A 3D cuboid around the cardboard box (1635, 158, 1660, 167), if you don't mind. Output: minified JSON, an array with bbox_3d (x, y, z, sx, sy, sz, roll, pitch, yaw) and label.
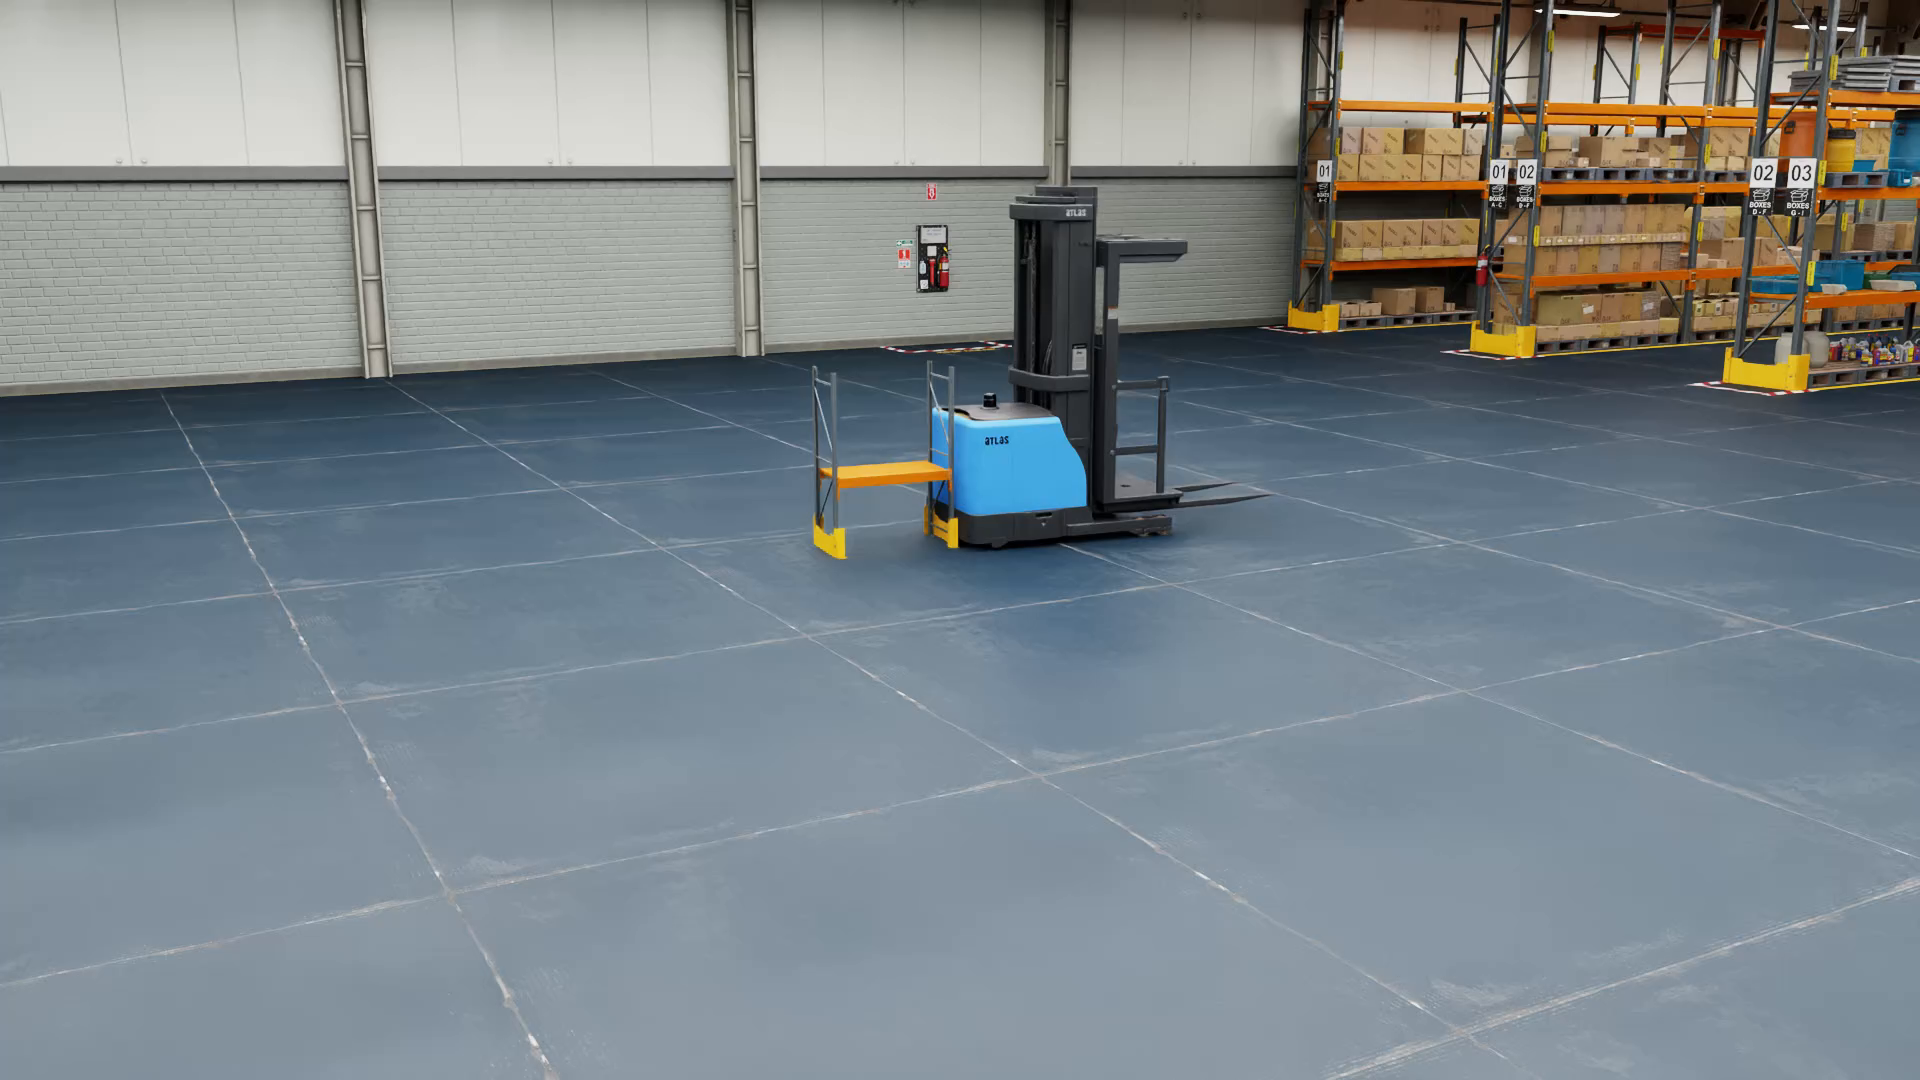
[{"bbox_3d":[11.776,-6.486,28.560,0.250,0.149,0.380,-7,14,-28],"label":"cardboard box"}]

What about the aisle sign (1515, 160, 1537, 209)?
[{"bbox_3d":[9.282,-5.833,27.273,0.004,0.787,0.394,-7,14,-28],"label":"aisle sign"}]

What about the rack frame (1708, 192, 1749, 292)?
[{"bbox_3d":[17.349,-6.847,37.701,0.127,3.000,1.000,-7,14,-28],"label":"rack frame"}]

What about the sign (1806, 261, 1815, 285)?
[{"bbox_3d":[11.823,-3.704,23.105,0.005,0.325,0.100,-7,14,-28],"label":"sign"}]

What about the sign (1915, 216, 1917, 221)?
[{"bbox_3d":[19.459,-6.419,33.827,0.005,0.325,0.100,-7,14,-28],"label":"sign"}]

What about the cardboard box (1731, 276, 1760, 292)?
[{"bbox_3d":[18.054,-5.891,38.192,0.500,0.500,0.700,-7,14,-27],"label":"cardboard box"}]

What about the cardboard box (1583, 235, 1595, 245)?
[{"bbox_3d":[10.546,-5.104,28.253,0.250,0.149,0.380,-7,15,-30],"label":"cardboard box"}]

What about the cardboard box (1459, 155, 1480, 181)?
[{"bbox_3d":[10.000,-7.426,33.170,0.500,0.500,0.500,-6,14,-26],"label":"cardboard box"}]

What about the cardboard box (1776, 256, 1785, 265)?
[{"bbox_3d":[15.122,-5.204,30.975,0.250,0.149,0.380,-6,14,-24],"label":"cardboard box"}]

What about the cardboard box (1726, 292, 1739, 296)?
[{"bbox_3d":[14.708,-4.500,31.303,0.500,0.311,0.500,-7,15,-29],"label":"cardboard box"}]

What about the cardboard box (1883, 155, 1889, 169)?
[{"bbox_3d":[17.485,-7.145,31.965,0.500,0.500,0.910,-7,14,-28],"label":"cardboard box"}]

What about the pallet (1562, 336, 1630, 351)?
[{"bbox_3d":[10.913,-3.486,29.118,1.213,0.211,1.003,-7,14,-28],"label":"pallet"}]

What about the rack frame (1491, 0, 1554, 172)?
[{"bbox_3d":[9.193,-7.557,27.193,0.127,3.000,1.000,-7,14,-28],"label":"rack frame"}]

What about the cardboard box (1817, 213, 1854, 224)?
[{"bbox_3d":[20.417,-7.359,39.291,0.700,0.700,0.980,-6,14,-25],"label":"cardboard box"}]

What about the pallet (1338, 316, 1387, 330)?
[{"bbox_3d":[7.613,-4.311,32.783,1.213,0.211,1.003,-7,14,-28],"label":"pallet"}]

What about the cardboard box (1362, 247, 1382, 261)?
[{"bbox_3d":[7.845,-5.569,32.317,0.500,0.250,0.500,-7,15,-30],"label":"cardboard box"}]

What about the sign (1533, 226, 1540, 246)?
[{"bbox_3d":[9.453,-4.984,27.270,0.005,0.325,0.100,-7,14,-28],"label":"sign"}]

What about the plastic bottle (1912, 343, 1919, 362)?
[{"bbox_3d":[14.355,-2.817,24.979,0.133,0.283,0.061,-6,14,-24],"label":"plastic bottle"}]

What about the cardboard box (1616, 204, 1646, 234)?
[{"bbox_3d":[11.434,-5.579,28.885,0.500,0.500,0.700,-7,14,-28],"label":"cardboard box"}]

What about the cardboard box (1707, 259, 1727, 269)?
[{"bbox_3d":[13.579,-4.982,29.988,0.250,0.149,0.380,-7,14,-28],"label":"cardboard box"}]

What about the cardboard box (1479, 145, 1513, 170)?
[{"bbox_3d":[10.845,-7.765,33.762,0.500,0.500,0.500,-5,13,-20],"label":"cardboard box"}]

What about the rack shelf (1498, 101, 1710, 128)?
[{"bbox_3d":[10.948,-7.221,28.251,4.000,0.370,1.077,-7,14,-28],"label":"rack shelf"}]

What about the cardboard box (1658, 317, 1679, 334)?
[{"bbox_3d":[12.401,-3.824,29.574,0.500,0.250,0.500,-7,14,-28],"label":"cardboard box"}]

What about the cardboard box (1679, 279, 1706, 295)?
[{"bbox_3d":[16.062,-5.816,37.058,0.750,0.750,0.750,-6,14,-26],"label":"cardboard box"}]

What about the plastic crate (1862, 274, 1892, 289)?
[{"bbox_3d":[13.747,-3.904,25.109,0.662,0.188,0.450,-7,14,-28],"label":"plastic crate"}]

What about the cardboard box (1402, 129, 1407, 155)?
[{"bbox_3d":[8.431,-7.849,32.770,0.500,0.500,0.500,-7,14,-28],"label":"cardboard box"}]

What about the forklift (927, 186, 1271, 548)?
[{"bbox_3d":[1.274,-1.556,14.347,3.031,2.935,1.130,-5,14,-23],"label":"forklift"}]

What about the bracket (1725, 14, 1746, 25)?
[{"bbox_3d":[17.354,-11.658,37.217,0.430,0.232,0.235,-7,14,-28],"label":"bracket"}]

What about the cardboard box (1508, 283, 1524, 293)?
[{"bbox_3d":[11.394,-5.145,34.831,0.500,0.500,0.700,-7,15,-29],"label":"cardboard box"}]

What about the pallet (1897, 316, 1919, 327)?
[{"bbox_3d":[19.030,-4.439,33.355,1.213,0.211,1.003,-7,14,-28],"label":"pallet"}]

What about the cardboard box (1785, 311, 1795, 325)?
[{"bbox_3d":[15.419,-4.178,31.148,0.500,0.250,0.500,-7,14,-29],"label":"cardboard box"}]

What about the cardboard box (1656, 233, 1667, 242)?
[{"bbox_3d":[12.121,-5.293,29.090,0.250,0.149,0.380,-7,15,-30],"label":"cardboard box"}]

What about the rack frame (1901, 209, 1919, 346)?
[{"bbox_3d":[15.074,-4.096,25.478,0.127,3.000,1.000,-7,14,-28],"label":"rack frame"}]

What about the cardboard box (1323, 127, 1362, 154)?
[{"bbox_3d":[7.270,-7.588,31.612,0.500,0.500,0.500,-8,15,-32],"label":"cardboard box"}]

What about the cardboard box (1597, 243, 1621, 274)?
[{"bbox_3d":[10.966,-4.889,28.774,0.500,0.500,0.700,-6,14,-26],"label":"cardboard box"}]

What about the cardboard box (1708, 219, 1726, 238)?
[{"bbox_3d":[16.621,-6.898,36.977,0.500,0.500,0.500,-7,14,-27],"label":"cardboard box"}]

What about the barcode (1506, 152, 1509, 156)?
[{"bbox_3d":[9.226,-6.502,28.013,0.075,0.075,0.001,-7,14,-28],"label":"barcode"}]

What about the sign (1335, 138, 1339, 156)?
[{"bbox_3d":[7.076,-7.370,31.202,0.005,0.325,0.100,-7,14,-28],"label":"sign"}]

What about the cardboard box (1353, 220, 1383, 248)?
[{"bbox_3d":[7.818,-5.929,32.212,0.500,0.500,0.500,-7,14,-28],"label":"cardboard box"}]

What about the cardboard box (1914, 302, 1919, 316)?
[{"bbox_3d":[18.551,-4.678,32.753,0.500,0.500,0.500,-7,14,-27],"label":"cardboard box"}]

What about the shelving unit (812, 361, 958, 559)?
[{"bbox_3d":[-0.619,-0.681,13.718,1.083,1.500,0.587,-5,14,-23],"label":"shelving unit"}]

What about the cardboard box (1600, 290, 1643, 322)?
[{"bbox_3d":[11.520,-4.086,29.030,0.500,0.500,0.500,-7,14,-28],"label":"cardboard box"}]

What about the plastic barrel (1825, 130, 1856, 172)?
[{"bbox_3d":[12.503,-5.580,23.854,0.600,0.588,0.600,0,13,0],"label":"plastic barrel"}]

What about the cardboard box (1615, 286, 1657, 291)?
[{"bbox_3d":[12.147,-4.292,29.946,0.500,0.500,0.500,-7,14,-28],"label":"cardboard box"}]

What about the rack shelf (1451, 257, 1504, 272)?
[{"bbox_3d":[12.082,-5.865,34.976,4.000,0.370,1.077,-7,14,-28],"label":"rack shelf"}]

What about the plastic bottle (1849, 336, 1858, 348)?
[{"bbox_3d":[13.628,-2.949,25.412,0.185,0.351,0.144,-7,14,-28],"label":"plastic bottle"}]

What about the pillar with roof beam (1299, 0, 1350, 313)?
[{"bbox_3d":[9.079,-7.922,28.815,0.548,9.000,9.100,-7,14,-28],"label":"pillar with roof beam"}]

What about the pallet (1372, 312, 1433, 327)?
[{"bbox_3d":[8.682,-4.438,33.350,1.213,0.211,1.003,-7,14,-28],"label":"pallet"}]

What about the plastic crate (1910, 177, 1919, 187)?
[{"bbox_3d":[13.859,-5.184,24.081,0.396,0.136,0.243,-7,14,-28],"label":"plastic crate"}]

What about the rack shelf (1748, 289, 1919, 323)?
[{"bbox_3d":[13.318,-3.535,24.622,4.000,0.370,1.077,-7,14,-28],"label":"rack shelf"}]

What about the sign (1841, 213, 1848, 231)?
[{"bbox_3d":[16.483,-5.930,30.991,0.005,0.325,0.100,-7,14,-28],"label":"sign"}]

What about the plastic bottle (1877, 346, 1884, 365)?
[{"bbox_3d":[13.604,-2.726,24.601,0.097,0.271,0.097,0,13,0],"label":"plastic bottle"}]

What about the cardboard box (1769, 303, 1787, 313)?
[{"bbox_3d":[14.975,-4.398,30.848,0.500,0.311,0.500,-7,14,-28],"label":"cardboard box"}]

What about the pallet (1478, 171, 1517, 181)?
[{"bbox_3d":[10.920,-7.422,33.850,1.003,0.211,1.213,-7,14,-28],"label":"pallet"}]
